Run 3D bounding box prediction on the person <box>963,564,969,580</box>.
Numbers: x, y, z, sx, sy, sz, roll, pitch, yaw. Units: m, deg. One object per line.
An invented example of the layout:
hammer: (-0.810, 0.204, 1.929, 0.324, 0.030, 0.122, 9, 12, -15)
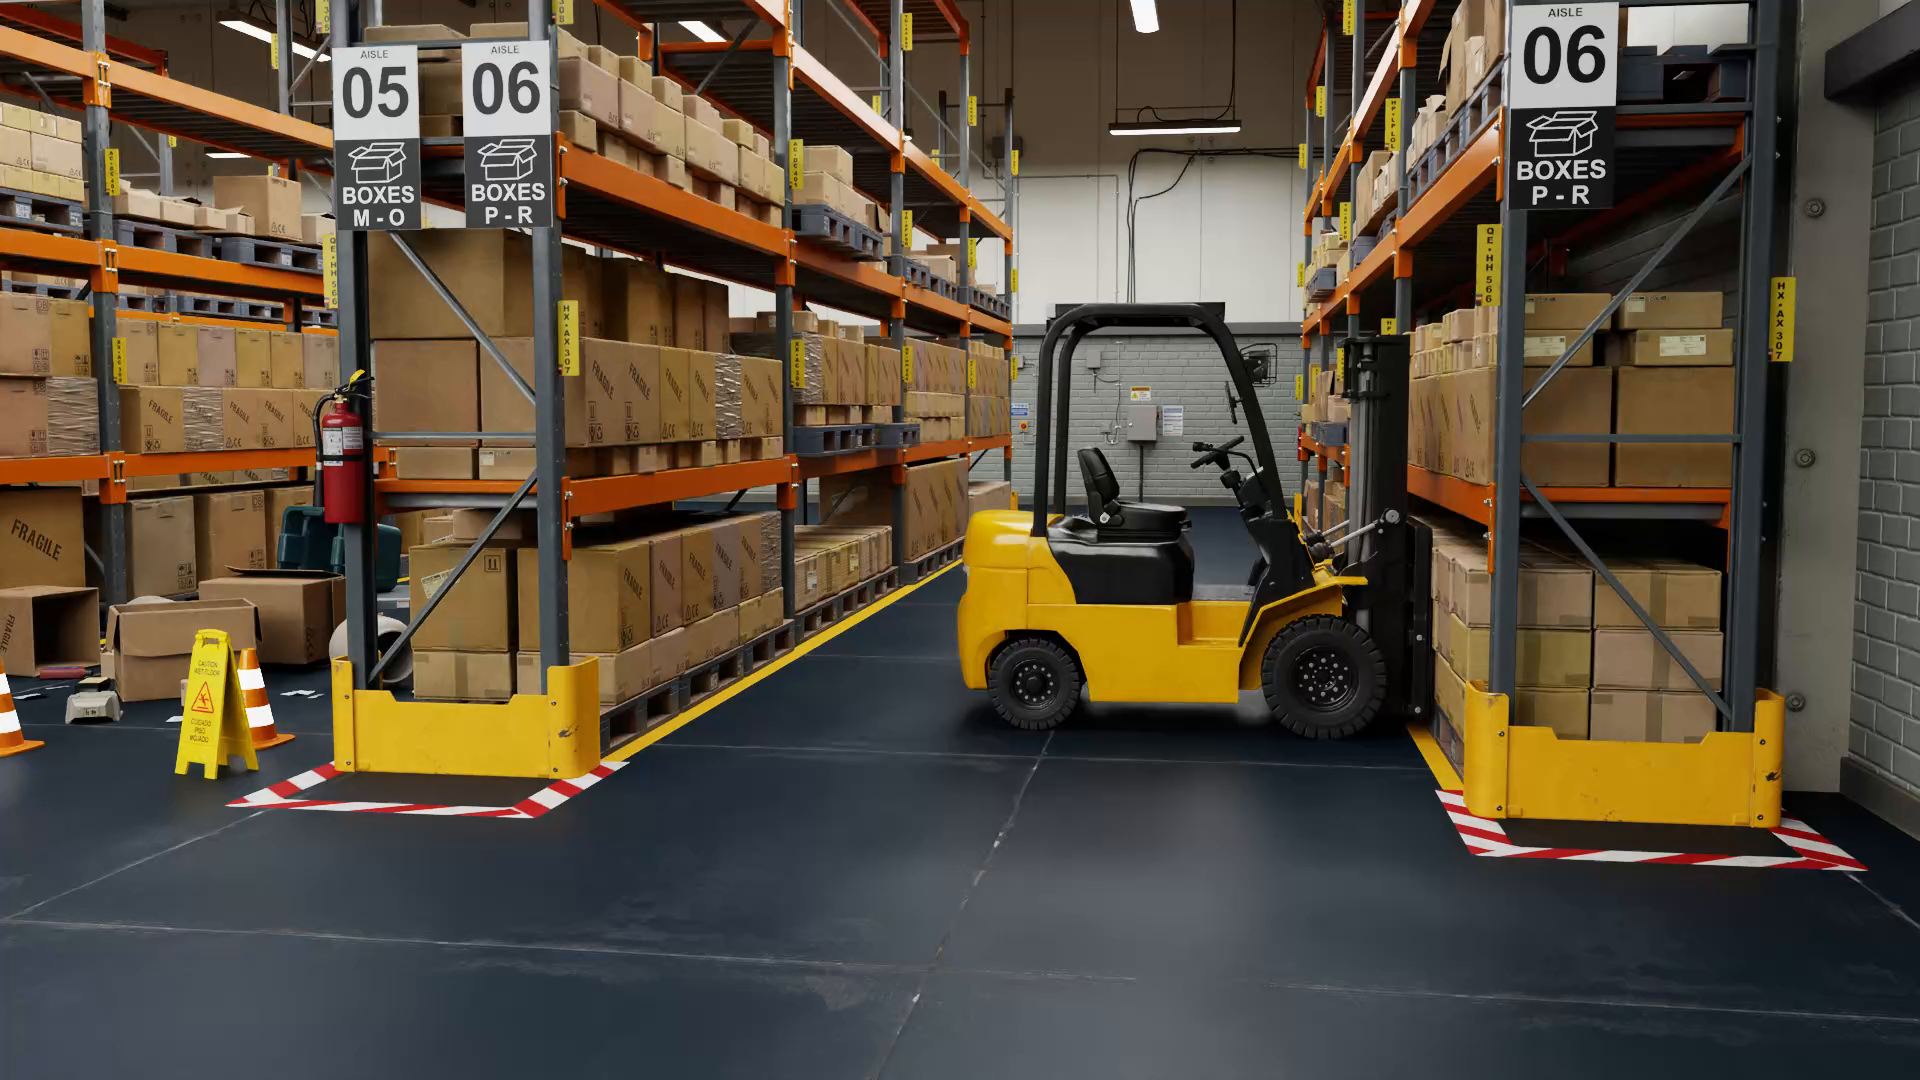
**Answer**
person: (0.511, 0.390, 10.544, 0.980, 0.862, 0.517, 1, 4, 7)
